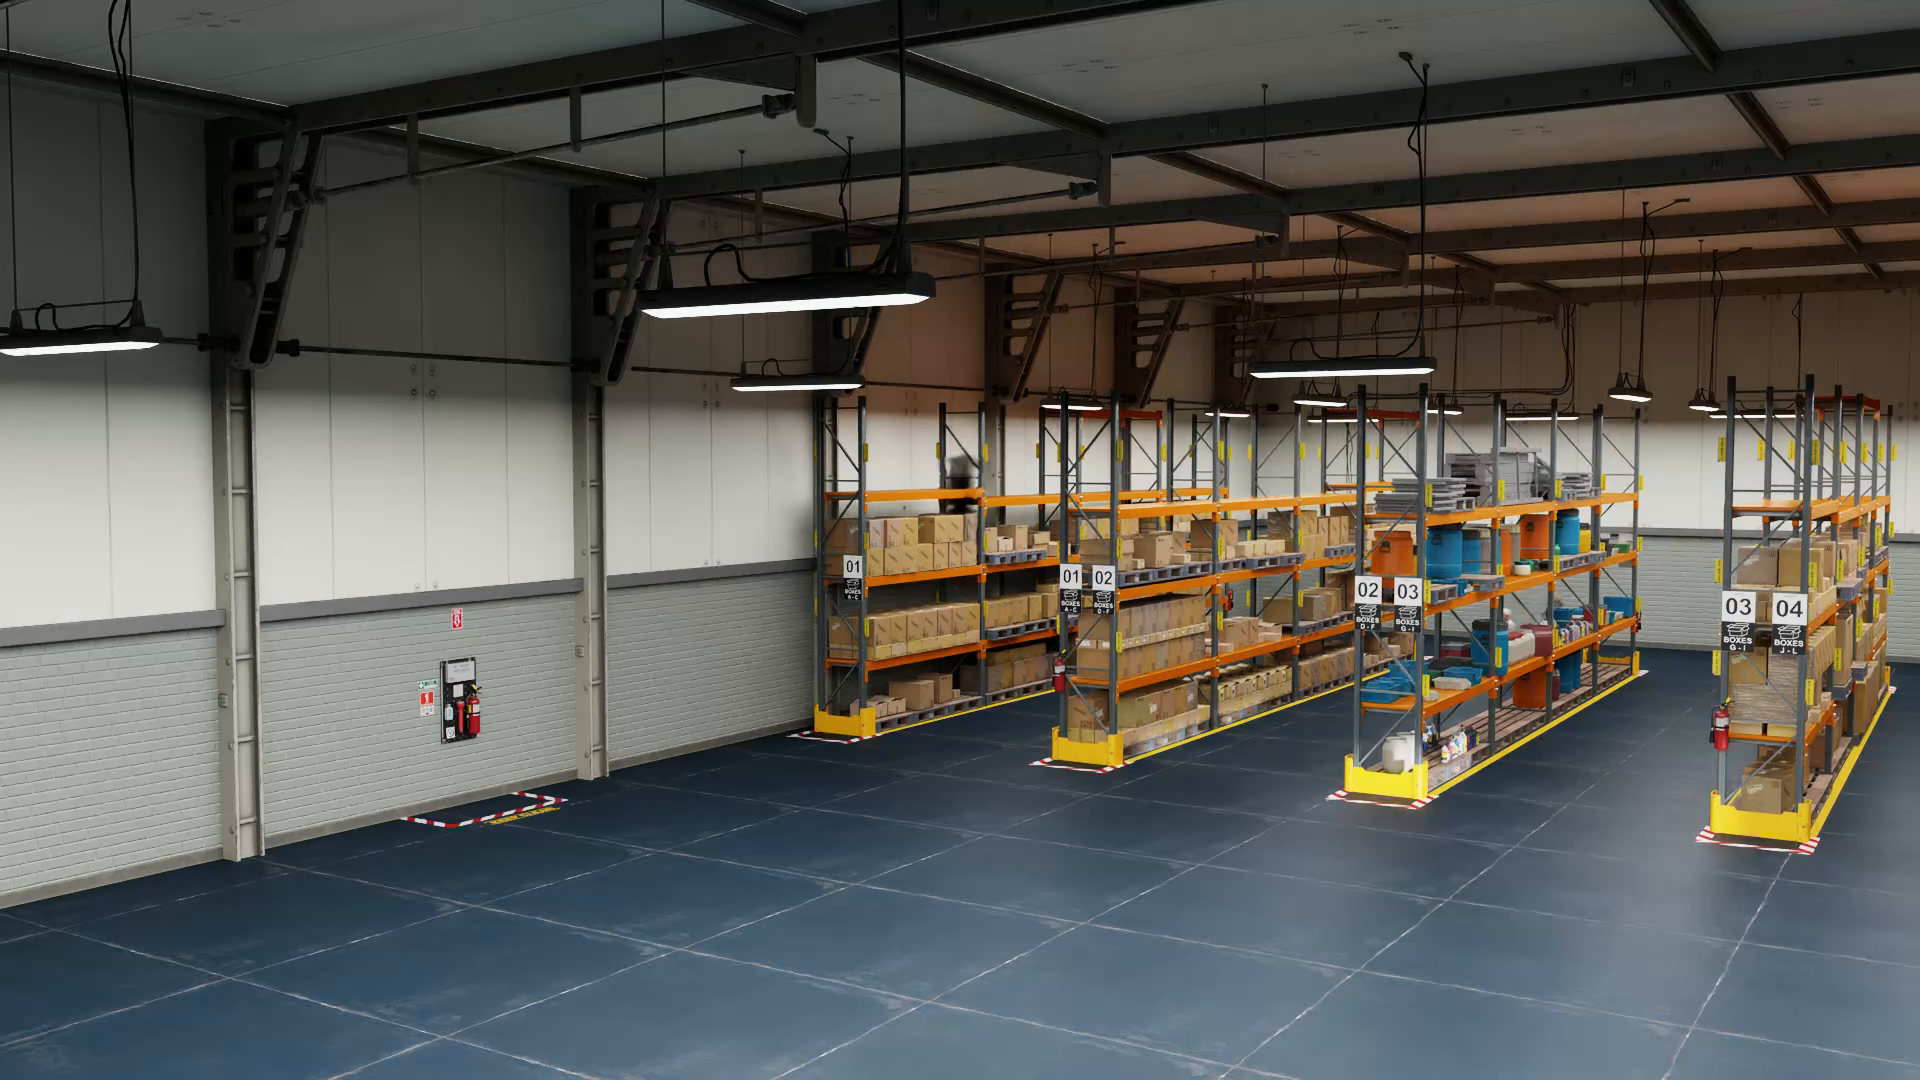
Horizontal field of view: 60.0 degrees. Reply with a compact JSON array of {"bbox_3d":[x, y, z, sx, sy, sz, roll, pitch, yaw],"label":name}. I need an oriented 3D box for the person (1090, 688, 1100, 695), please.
[{"bbox_3d":[2.819,2.481,31.358,0.770,1.711,0.643,-3,4,-43],"label":"person"}]

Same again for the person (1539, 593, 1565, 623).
[{"bbox_3d":[14.146,2.092,39.660,0.893,1.648,0.799,-2,3,-28],"label":"person"}]

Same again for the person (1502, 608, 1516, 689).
[{"bbox_3d":[11.682,2.305,35.375,0.717,1.729,0.800,-1,3,-14],"label":"person"}]
